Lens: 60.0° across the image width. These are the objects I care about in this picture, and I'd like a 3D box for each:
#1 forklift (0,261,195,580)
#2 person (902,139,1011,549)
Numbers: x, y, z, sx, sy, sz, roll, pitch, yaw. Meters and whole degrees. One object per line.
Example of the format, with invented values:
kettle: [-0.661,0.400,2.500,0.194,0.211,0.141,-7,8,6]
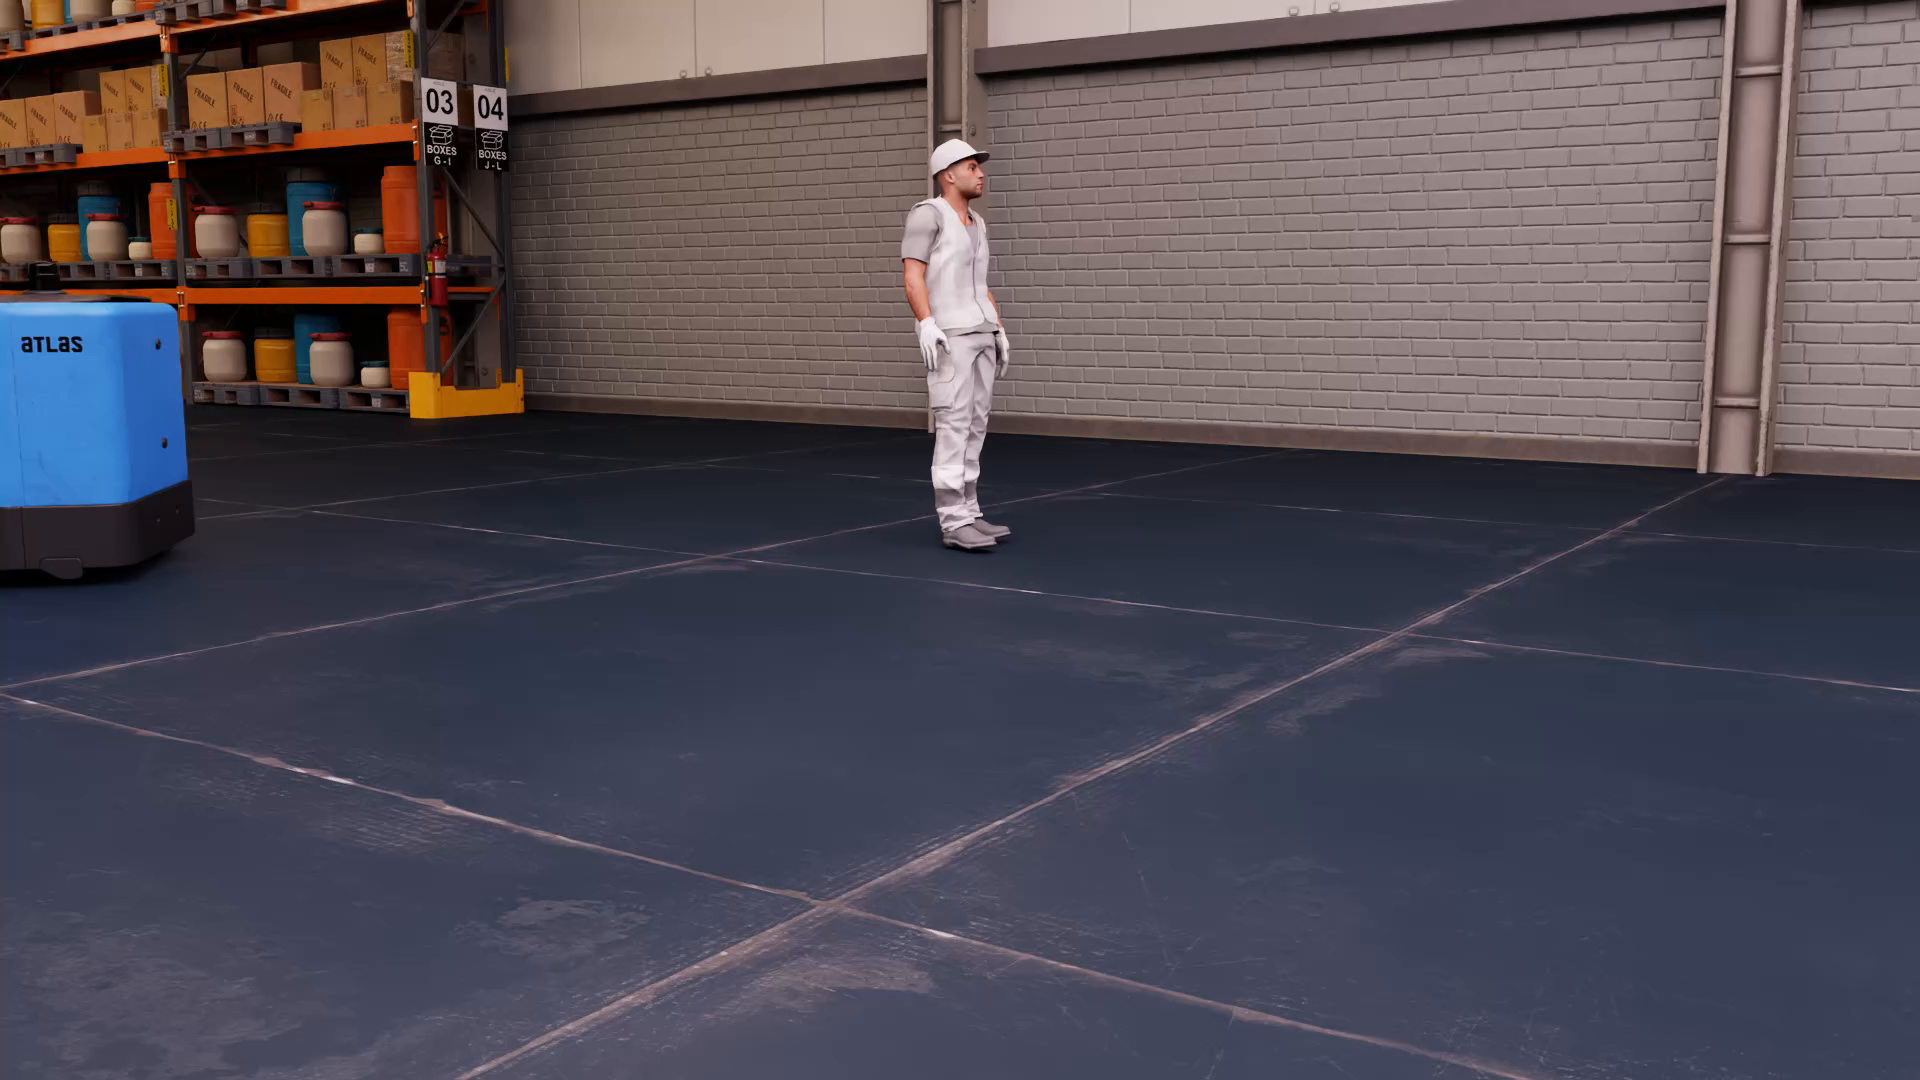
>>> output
forklift: [-4.756,-1.308,6.388,3.031,2.935,1.130,-2,8,-11]
person: [0.059,-0.885,7.422,0.564,1.787,0.637,5,10,34]
